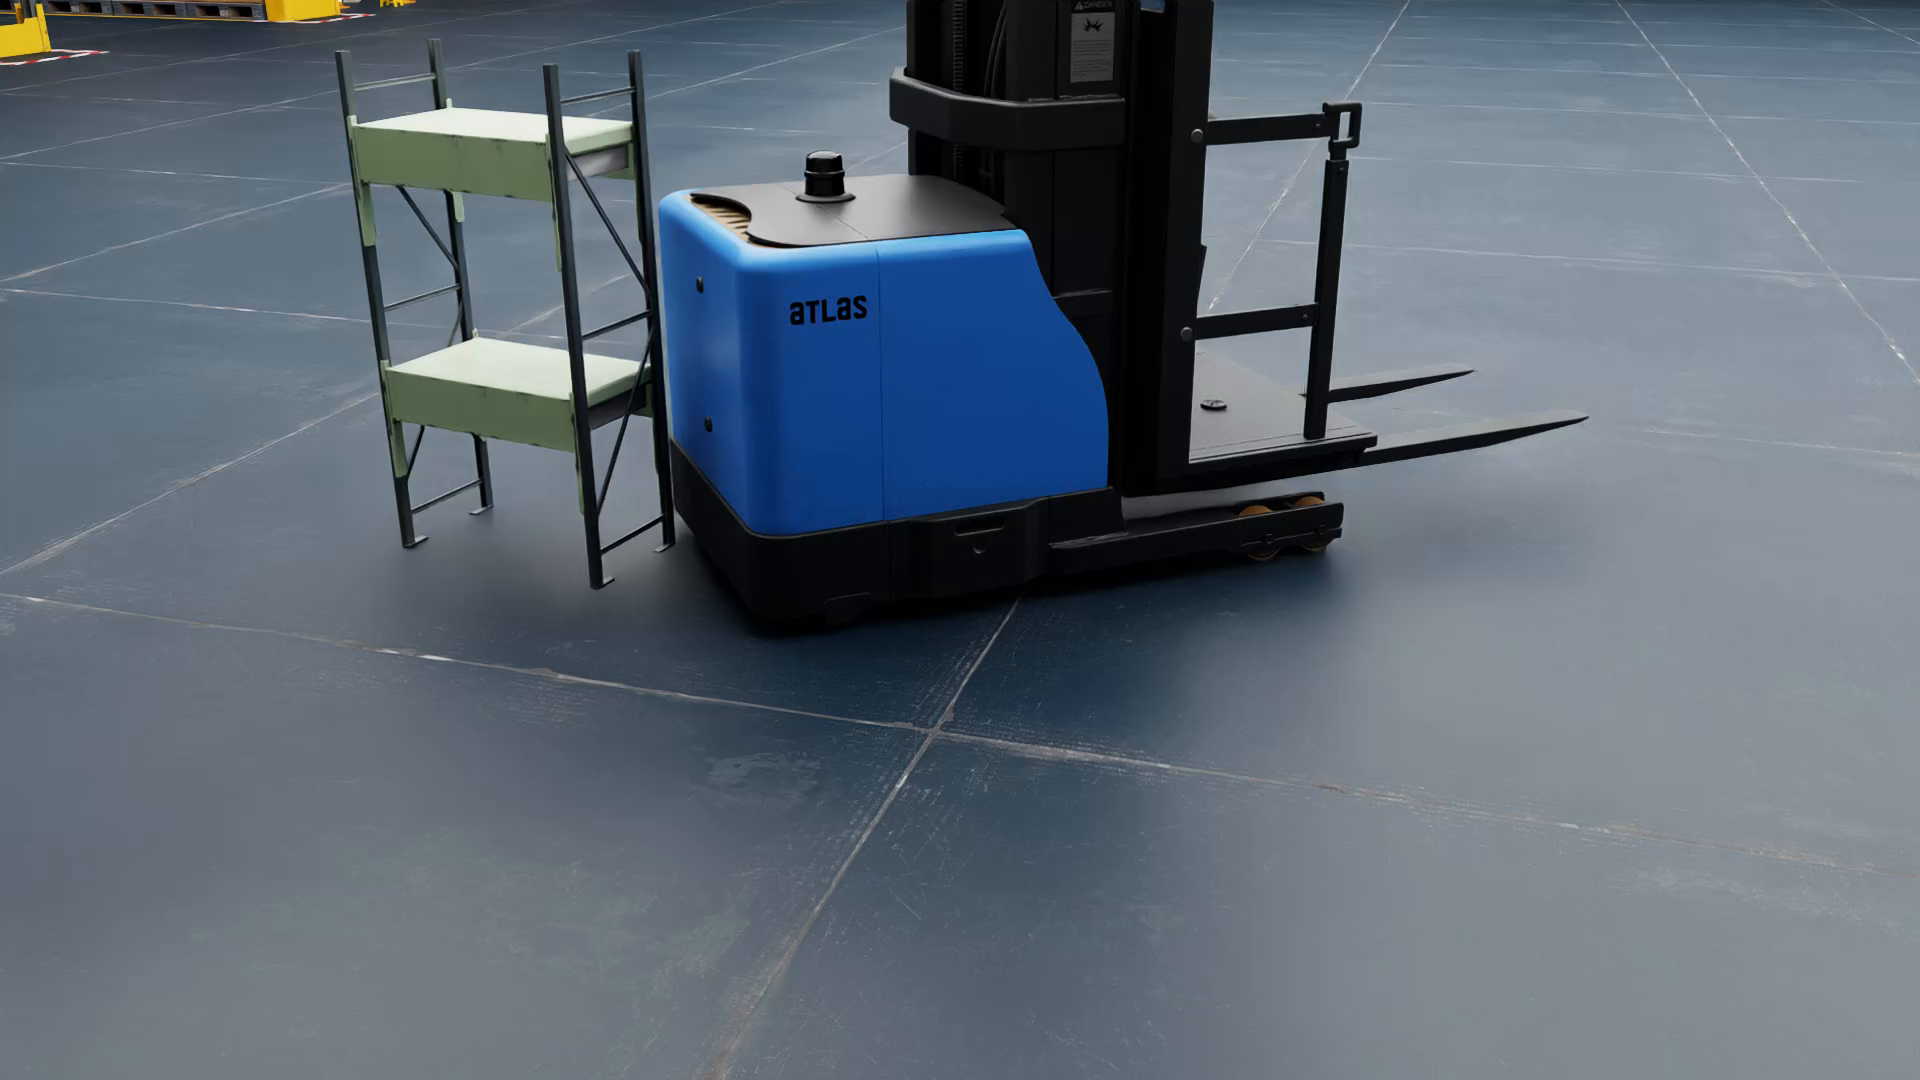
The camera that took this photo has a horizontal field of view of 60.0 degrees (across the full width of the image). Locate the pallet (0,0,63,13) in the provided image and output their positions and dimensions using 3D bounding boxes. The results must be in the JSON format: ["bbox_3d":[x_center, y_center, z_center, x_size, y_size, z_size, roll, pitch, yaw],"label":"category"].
[{"bbox_3d":[-13.483,-7.671,23.692,1.213,0.211,1.003,7,23,16],"label":"pallet"}]

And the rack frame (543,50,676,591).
[{"bbox_3d":[-0.993,-0.614,4.790,0.023,1.500,0.400,11,25,24],"label":"rack frame"}]

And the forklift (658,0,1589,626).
[{"bbox_3d":[0.645,-1.468,4.986,3.031,2.935,1.130,-9,24,-21],"label":"forklift"}]

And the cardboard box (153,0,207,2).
[{"bbox_3d":[-10.404,-7.822,22.634,0.875,0.875,0.875,6,23,15],"label":"cardboard box"}]

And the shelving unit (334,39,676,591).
[{"bbox_3d":[-1.321,-0.675,4.940,0.755,1.500,0.431,11,25,24],"label":"shelving unit"}]

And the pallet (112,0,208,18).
[{"bbox_3d":[-10.845,-7.369,22.956,1.213,0.211,1.003,7,23,15],"label":"pallet"}]

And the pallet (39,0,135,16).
[{"bbox_3d":[-12.017,-7.502,23.280,1.213,0.211,1.003,7,23,15],"label":"pallet"}]

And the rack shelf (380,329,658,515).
[{"bbox_3d":[-1.321,-0.374,5.064,0.720,0.370,0.431,11,25,24],"label":"rack shelf"}]

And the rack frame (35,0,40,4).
[{"bbox_3d":[-12.722,-8.904,23.023,0.127,3.000,1.000,7,23,16],"label":"rack frame"}]

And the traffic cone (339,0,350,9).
[{"bbox_3d":[-8.991,-7.865,23.835,0.334,0.463,0.336,7,23,16],"label":"traffic cone"}]

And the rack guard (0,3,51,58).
[{"bbox_3d":[-10.495,-5.526,18.083,0.348,0.500,1.175,7,23,16],"label":"rack guard"}]

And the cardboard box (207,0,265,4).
[{"bbox_3d":[-9.561,-7.727,22.400,0.875,0.875,0.875,7,23,16],"label":"cardboard box"}]

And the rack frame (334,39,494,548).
[{"bbox_3d":[-1.649,-0.737,5.090,0.023,1.500,0.400,11,25,24],"label":"rack frame"}]

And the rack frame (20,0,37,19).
[{"bbox_3d":[-10.422,-6.674,17.588,0.127,3.000,1.000,7,23,16],"label":"rack frame"}]

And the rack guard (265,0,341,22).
[{"bbox_3d":[-8.870,-7.306,22.422,0.348,0.500,1.175,7,23,16],"label":"rack guard"}]

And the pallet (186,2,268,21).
[{"bbox_3d":[-9.681,-7.234,22.628,1.213,0.211,1.003,7,23,15],"label":"pallet"}]

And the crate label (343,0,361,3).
[{"bbox_3d":[-9.109,-8.152,24.962,0.298,0.136,0.250,-5,23,-12],"label":"crate label"}]

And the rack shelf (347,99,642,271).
[{"bbox_3d":[-1.321,-1.037,4.792,0.720,0.370,0.431,11,25,24],"label":"rack shelf"}]

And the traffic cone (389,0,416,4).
[{"bbox_3d":[-8.339,-8.239,24.745,0.334,0.463,0.336,7,23,16],"label":"traffic cone"}]

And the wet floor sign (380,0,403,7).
[{"bbox_3d":[-8.293,-8.092,24.147,0.232,0.644,0.267,3,22,6],"label":"wet floor sign"}]
